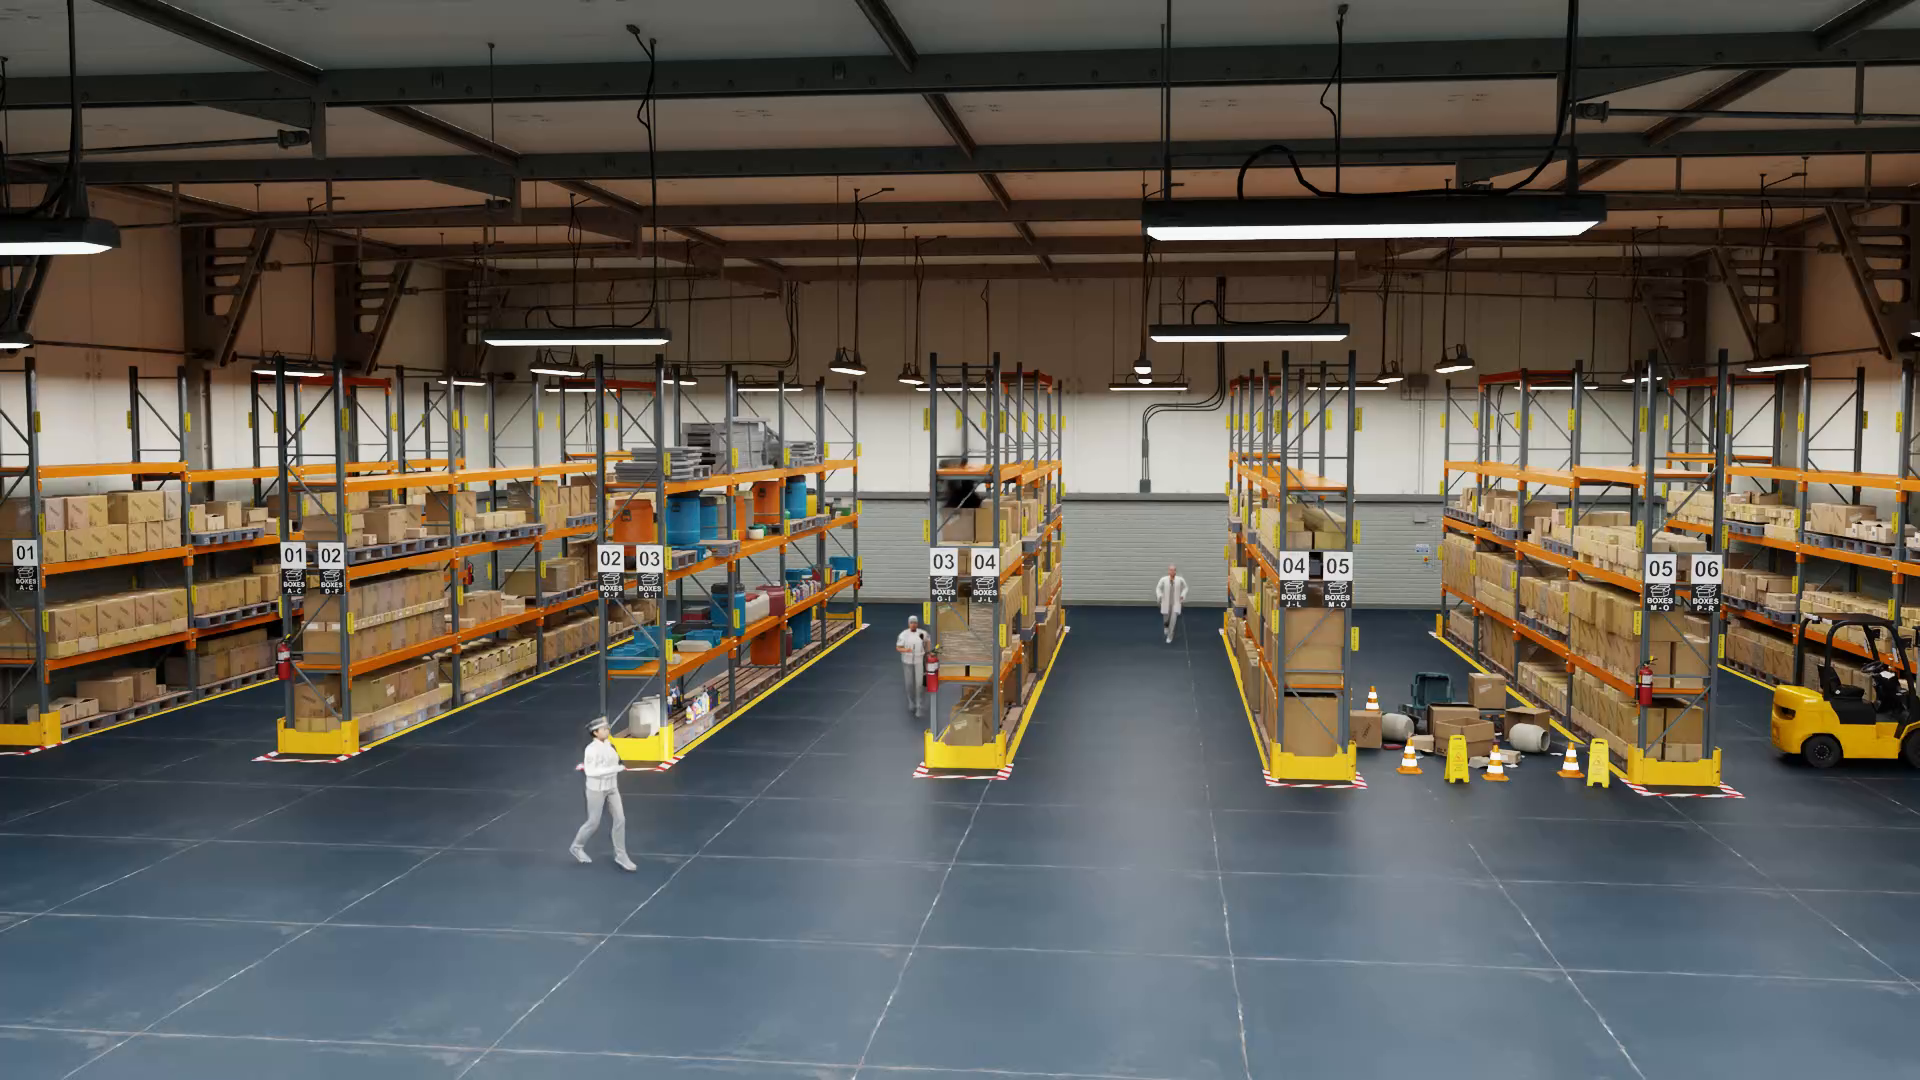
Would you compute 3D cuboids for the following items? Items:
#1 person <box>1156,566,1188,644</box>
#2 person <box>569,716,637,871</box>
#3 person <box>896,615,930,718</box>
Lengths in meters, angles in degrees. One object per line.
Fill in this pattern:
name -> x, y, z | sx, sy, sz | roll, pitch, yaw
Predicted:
person -> 4.840, 1.459, 37.982 | 0.727, 1.753, 0.861 | 1, 4, 9
person -> -4.019, 2.827, 18.622 | 0.812, 1.729, 0.602 | 2, 4, 26
person -> -0.794, 2.145, 28.546 | 0.584, 1.715, 0.839 | 0, 4, 3
